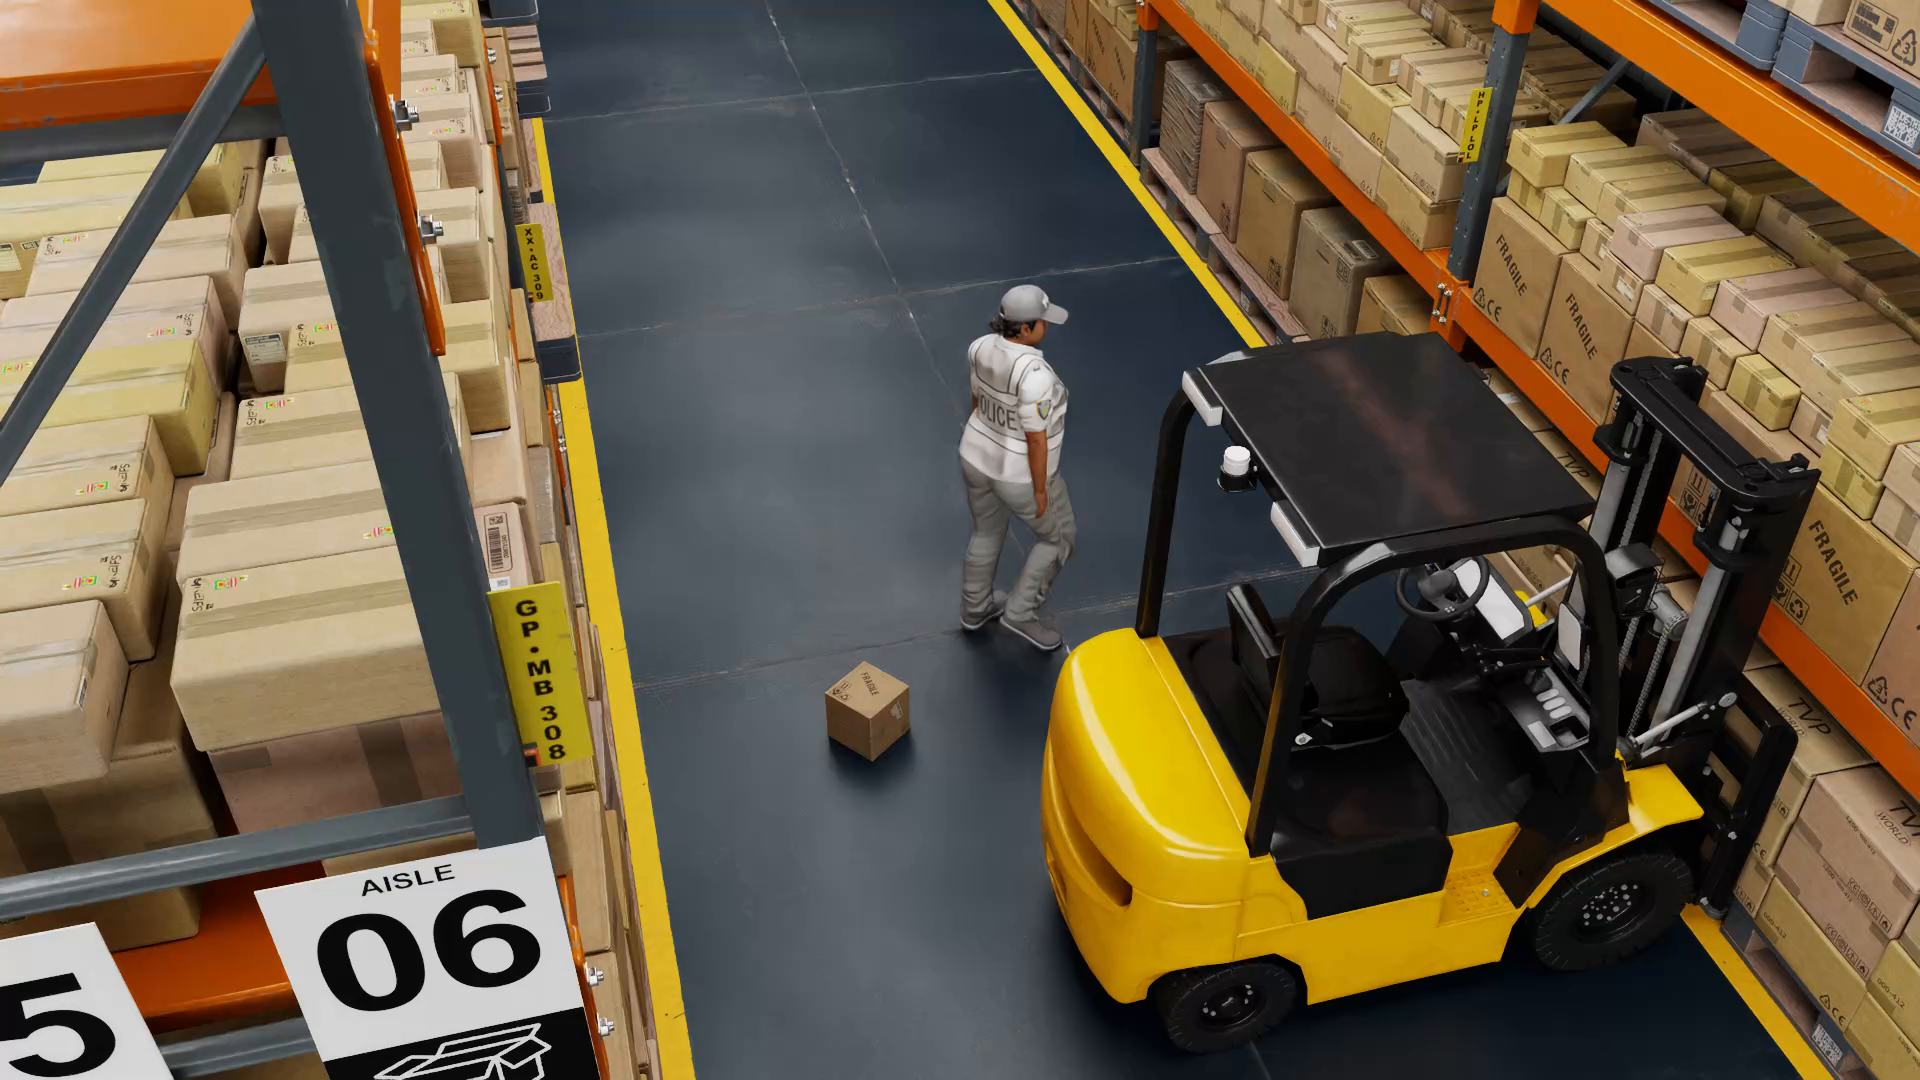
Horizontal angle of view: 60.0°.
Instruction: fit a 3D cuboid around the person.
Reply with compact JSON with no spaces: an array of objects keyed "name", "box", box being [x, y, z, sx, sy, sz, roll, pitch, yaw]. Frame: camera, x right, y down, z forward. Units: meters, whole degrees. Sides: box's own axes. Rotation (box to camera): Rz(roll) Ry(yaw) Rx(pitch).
[{"name":"person","box":[0.242,-0.299,7.069,0.484,1.660,0.572,-30,47,-32]}]
